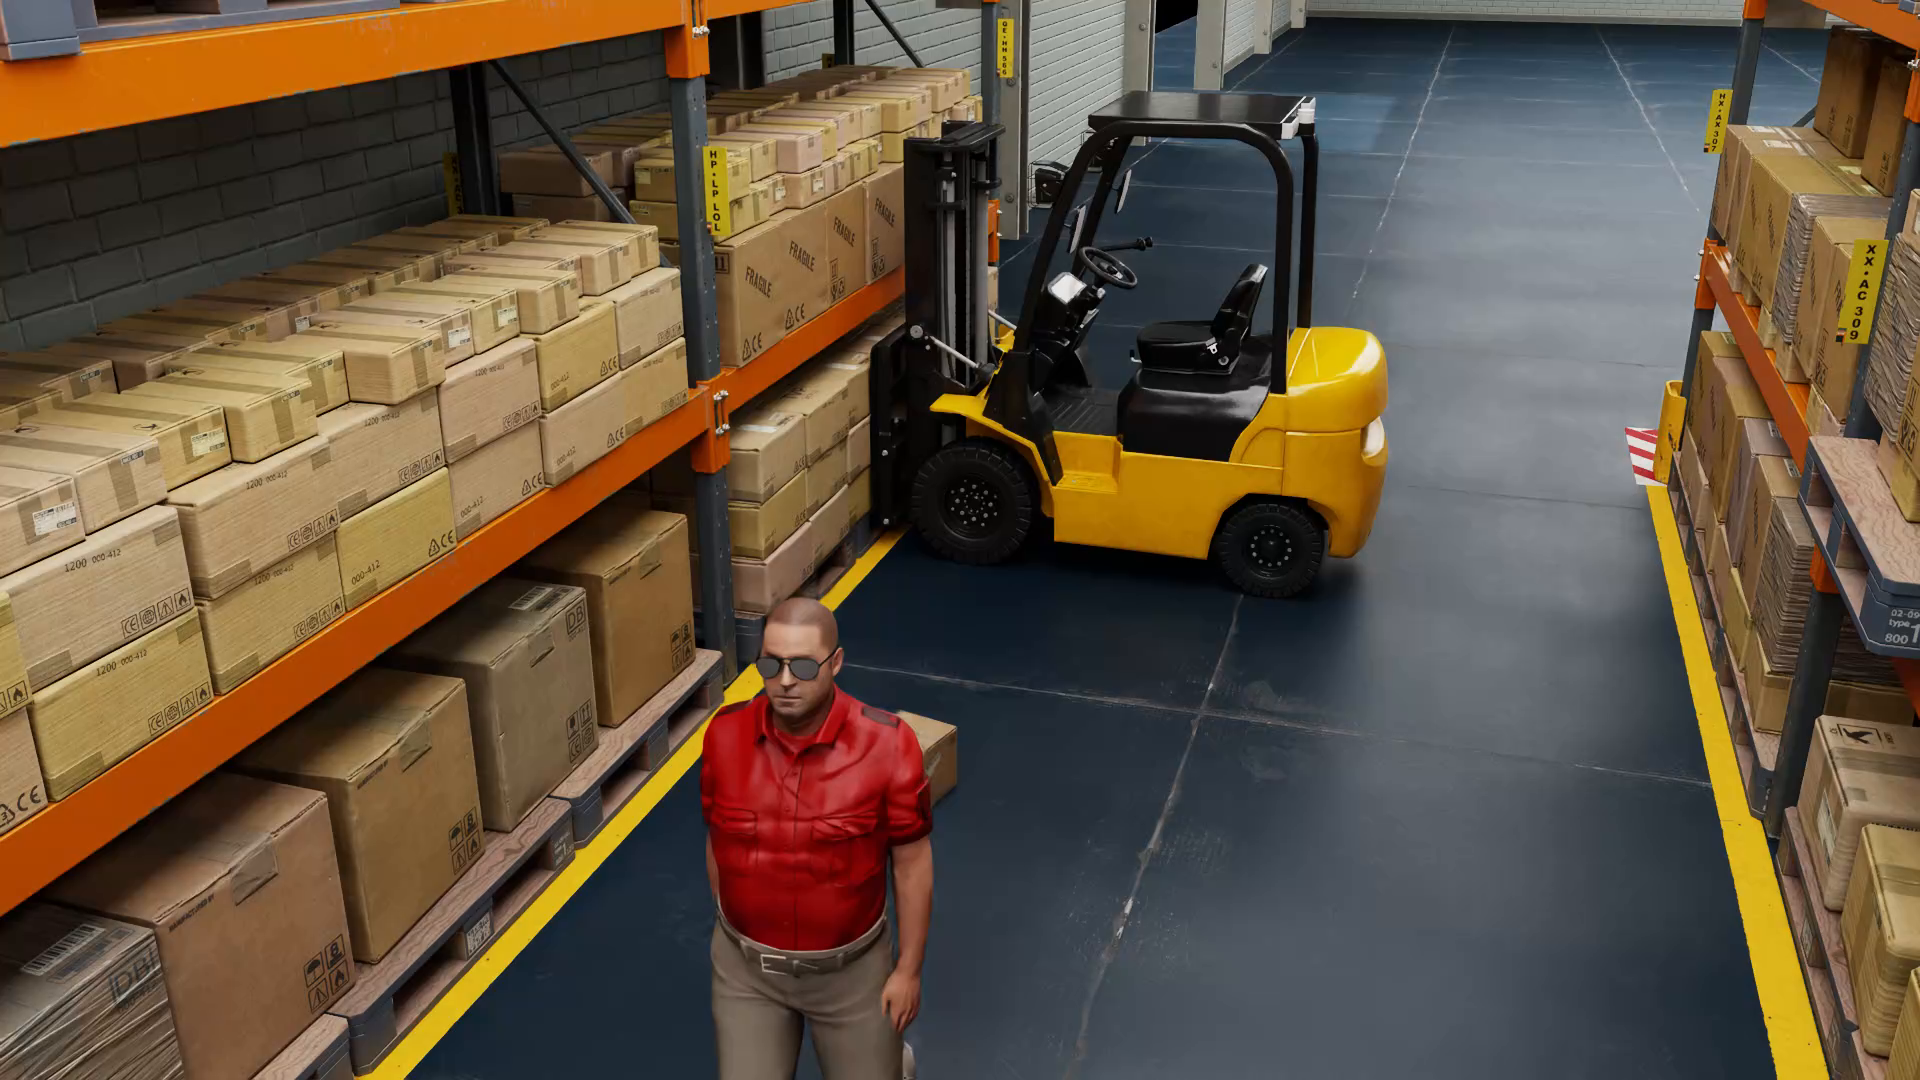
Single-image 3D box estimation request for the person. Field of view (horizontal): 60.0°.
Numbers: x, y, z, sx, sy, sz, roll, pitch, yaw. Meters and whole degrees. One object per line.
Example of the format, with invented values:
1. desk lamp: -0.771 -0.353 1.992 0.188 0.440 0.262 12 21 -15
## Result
1. person: -0.321 0.924 3.768 0.535 1.697 0.757 4 22 9
